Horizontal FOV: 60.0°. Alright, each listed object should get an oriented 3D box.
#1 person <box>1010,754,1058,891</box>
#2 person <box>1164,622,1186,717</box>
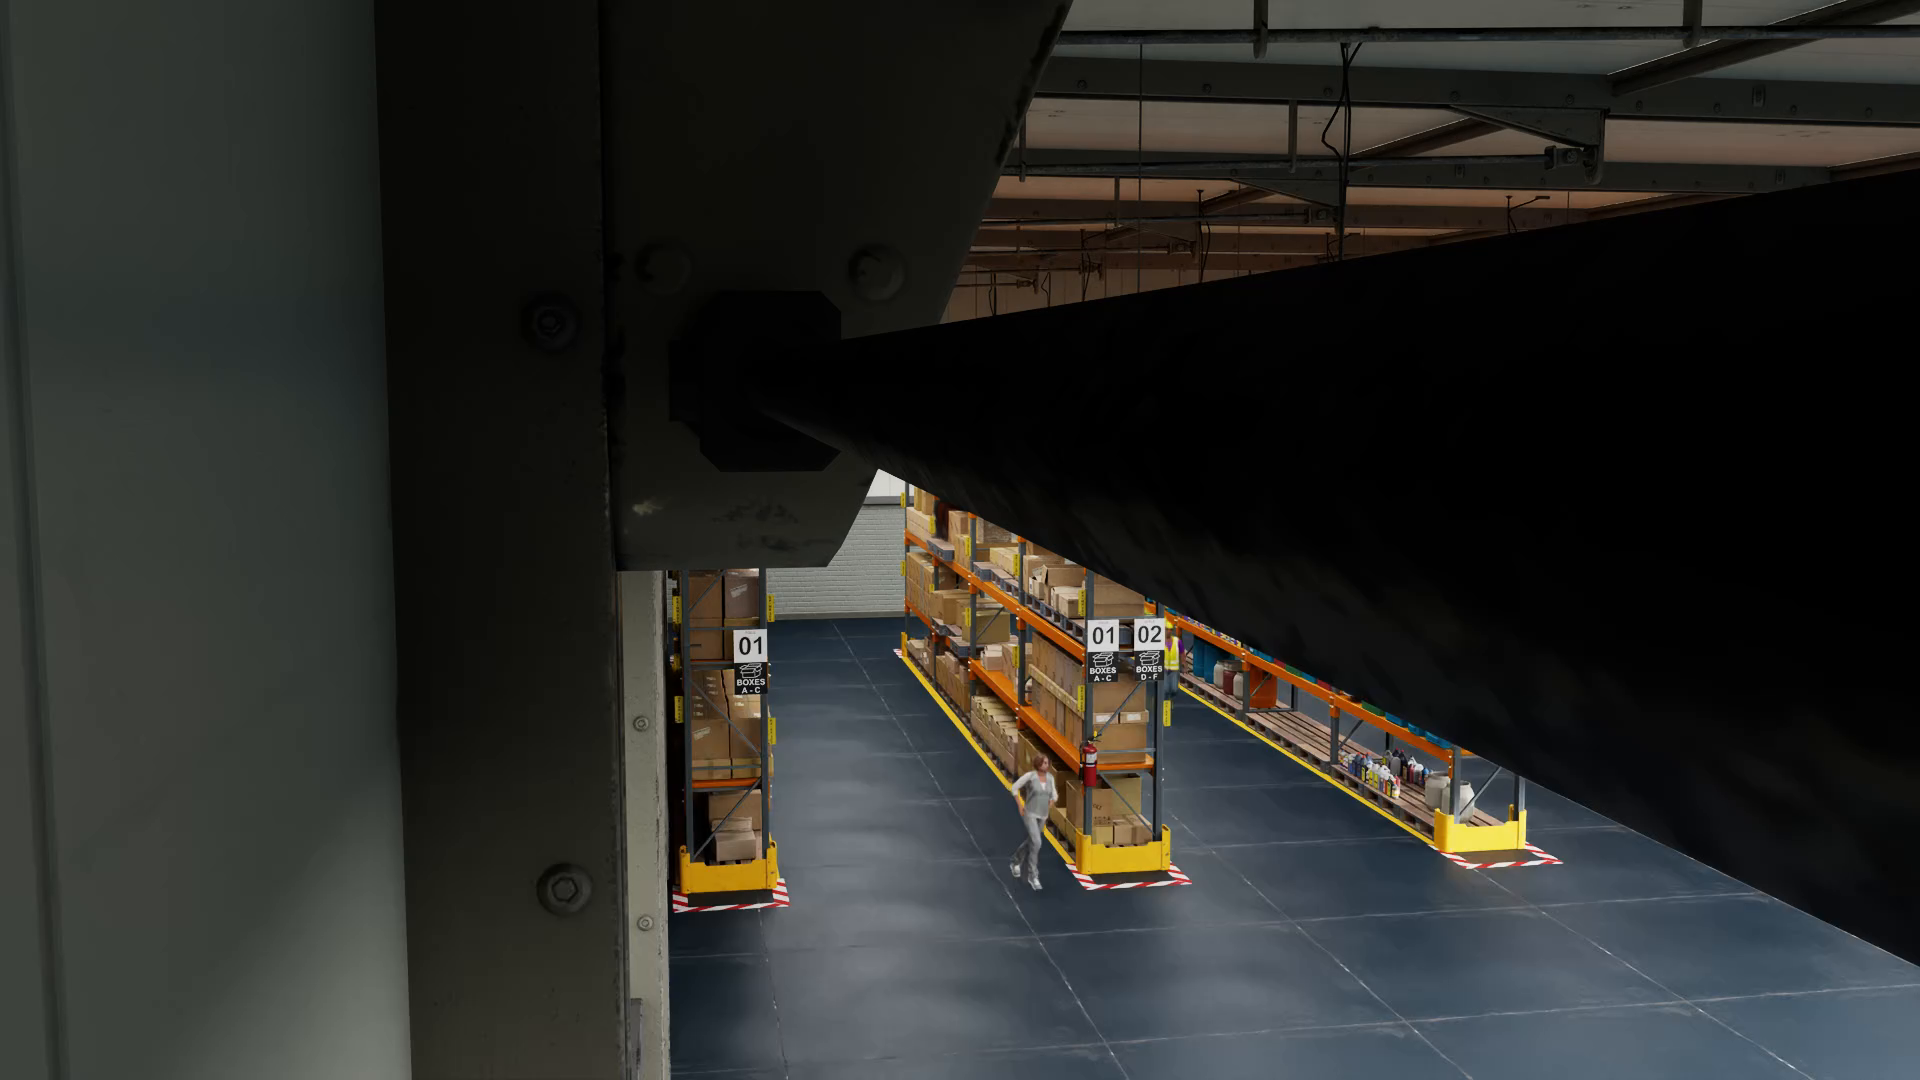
[{"bbox_3d":[0.935,3.428,20.485,0.525,1.617,0.701,-4,7,-36],"label":"person"},{"bbox_3d":[3.769,2.349,30.229,0.703,1.721,0.587,-1,6,-5],"label":"person"}]
